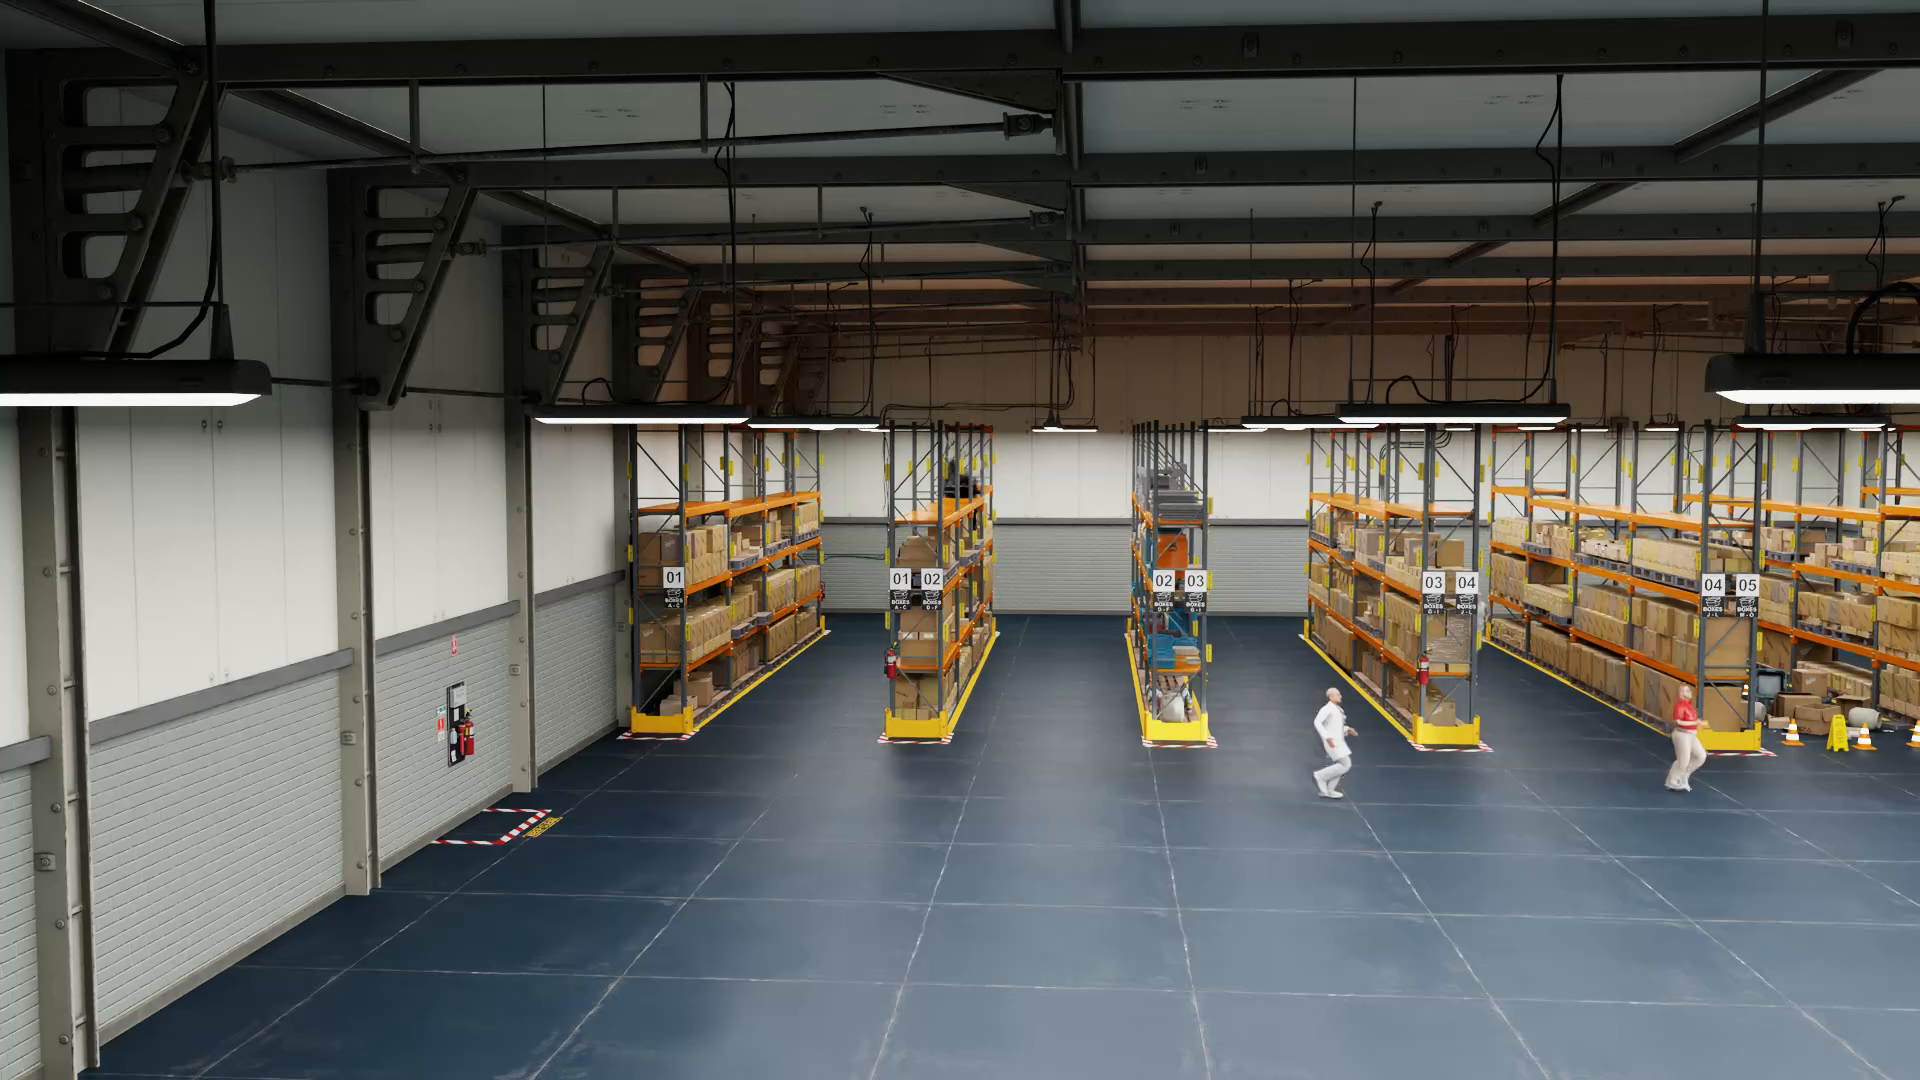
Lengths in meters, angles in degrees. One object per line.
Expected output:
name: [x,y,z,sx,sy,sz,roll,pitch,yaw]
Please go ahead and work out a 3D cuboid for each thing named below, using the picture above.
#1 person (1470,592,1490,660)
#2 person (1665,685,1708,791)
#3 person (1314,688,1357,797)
person: [13.128,2.182,42.154,0.637,1.749,0.607,1,4,8]
person: [11.677,3.190,26.659,0.660,1.740,0.644,3,5,43]
person: [5.925,3.198,26.172,0.628,1.732,0.704,2,4,27]
